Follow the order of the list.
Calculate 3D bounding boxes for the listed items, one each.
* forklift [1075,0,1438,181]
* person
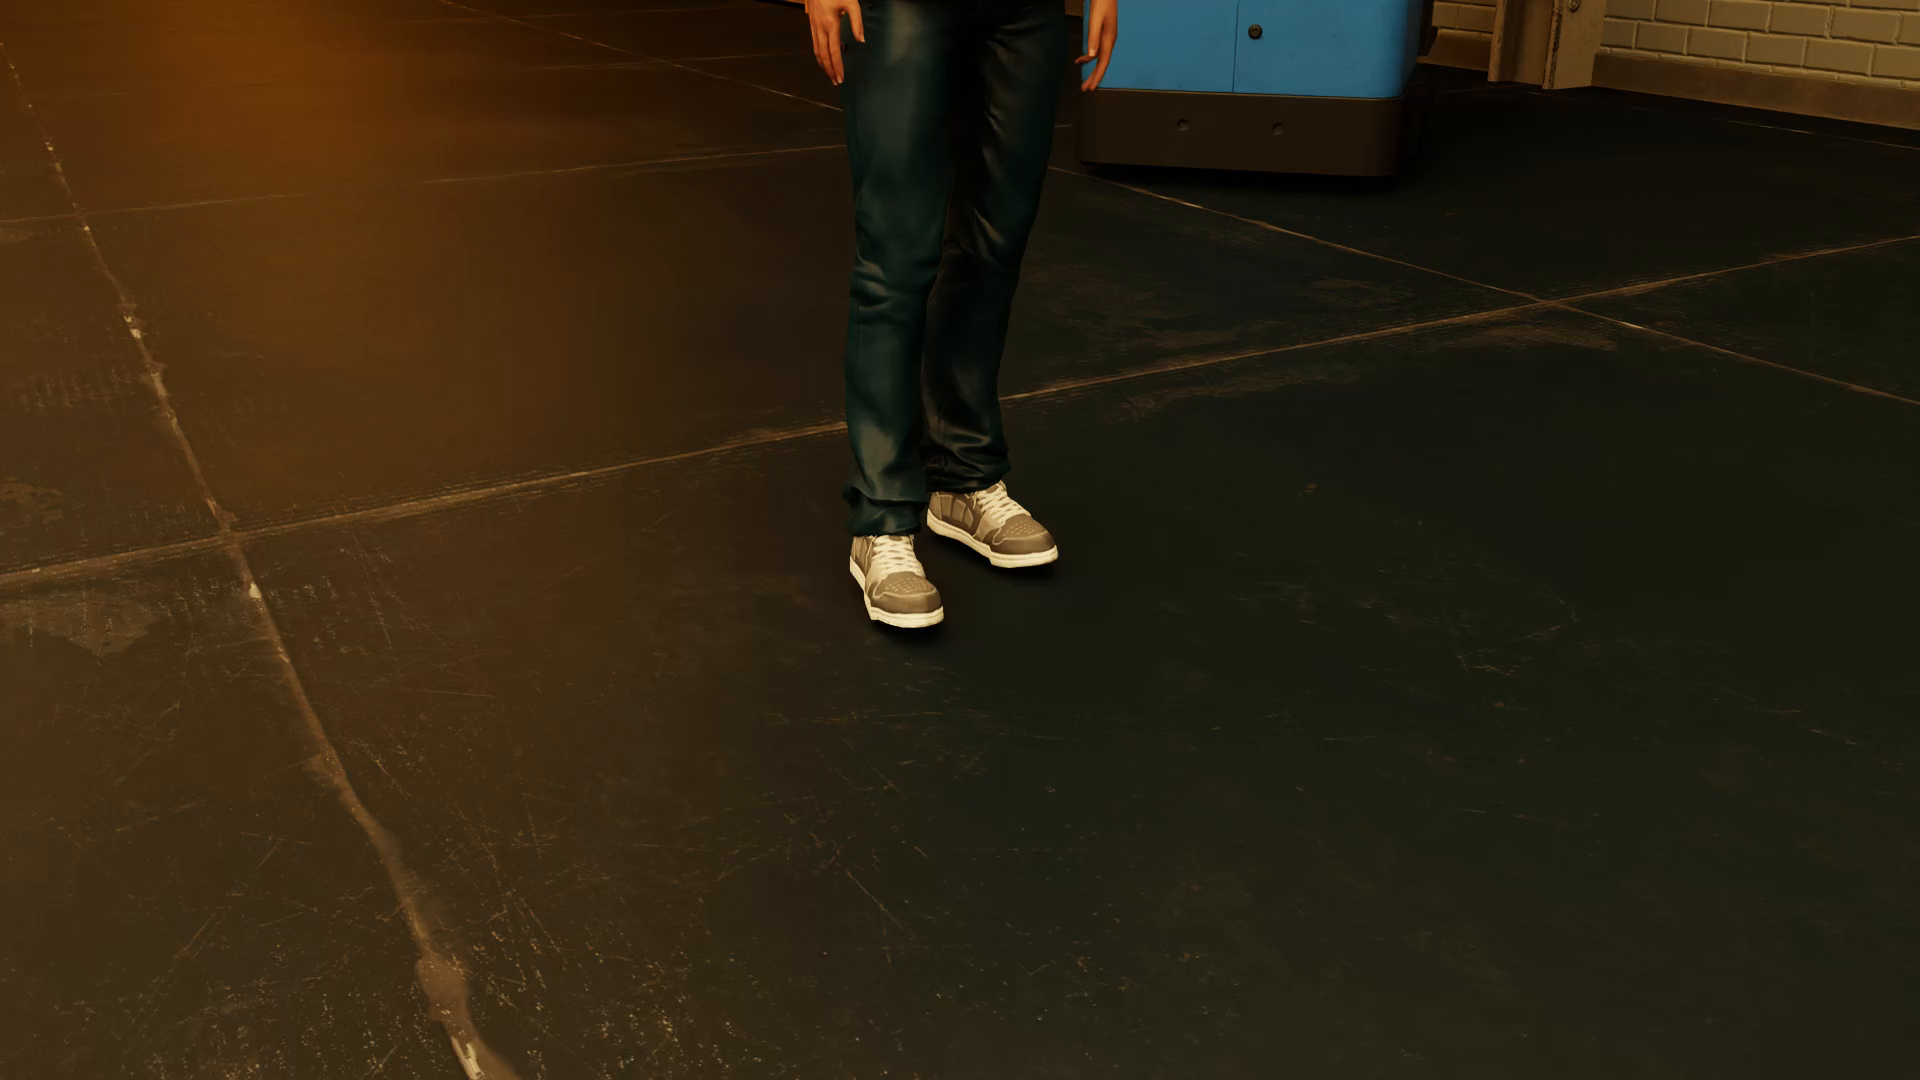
[{"bbox_3d":[1.306,-3.025,6.146,1.130,2.935,3.031,7,23,16],"label":"forklift"},{"bbox_3d":[0.025,-0.719,2.263,0.520,1.596,0.475,-12,25,-28],"label":"person"}]
